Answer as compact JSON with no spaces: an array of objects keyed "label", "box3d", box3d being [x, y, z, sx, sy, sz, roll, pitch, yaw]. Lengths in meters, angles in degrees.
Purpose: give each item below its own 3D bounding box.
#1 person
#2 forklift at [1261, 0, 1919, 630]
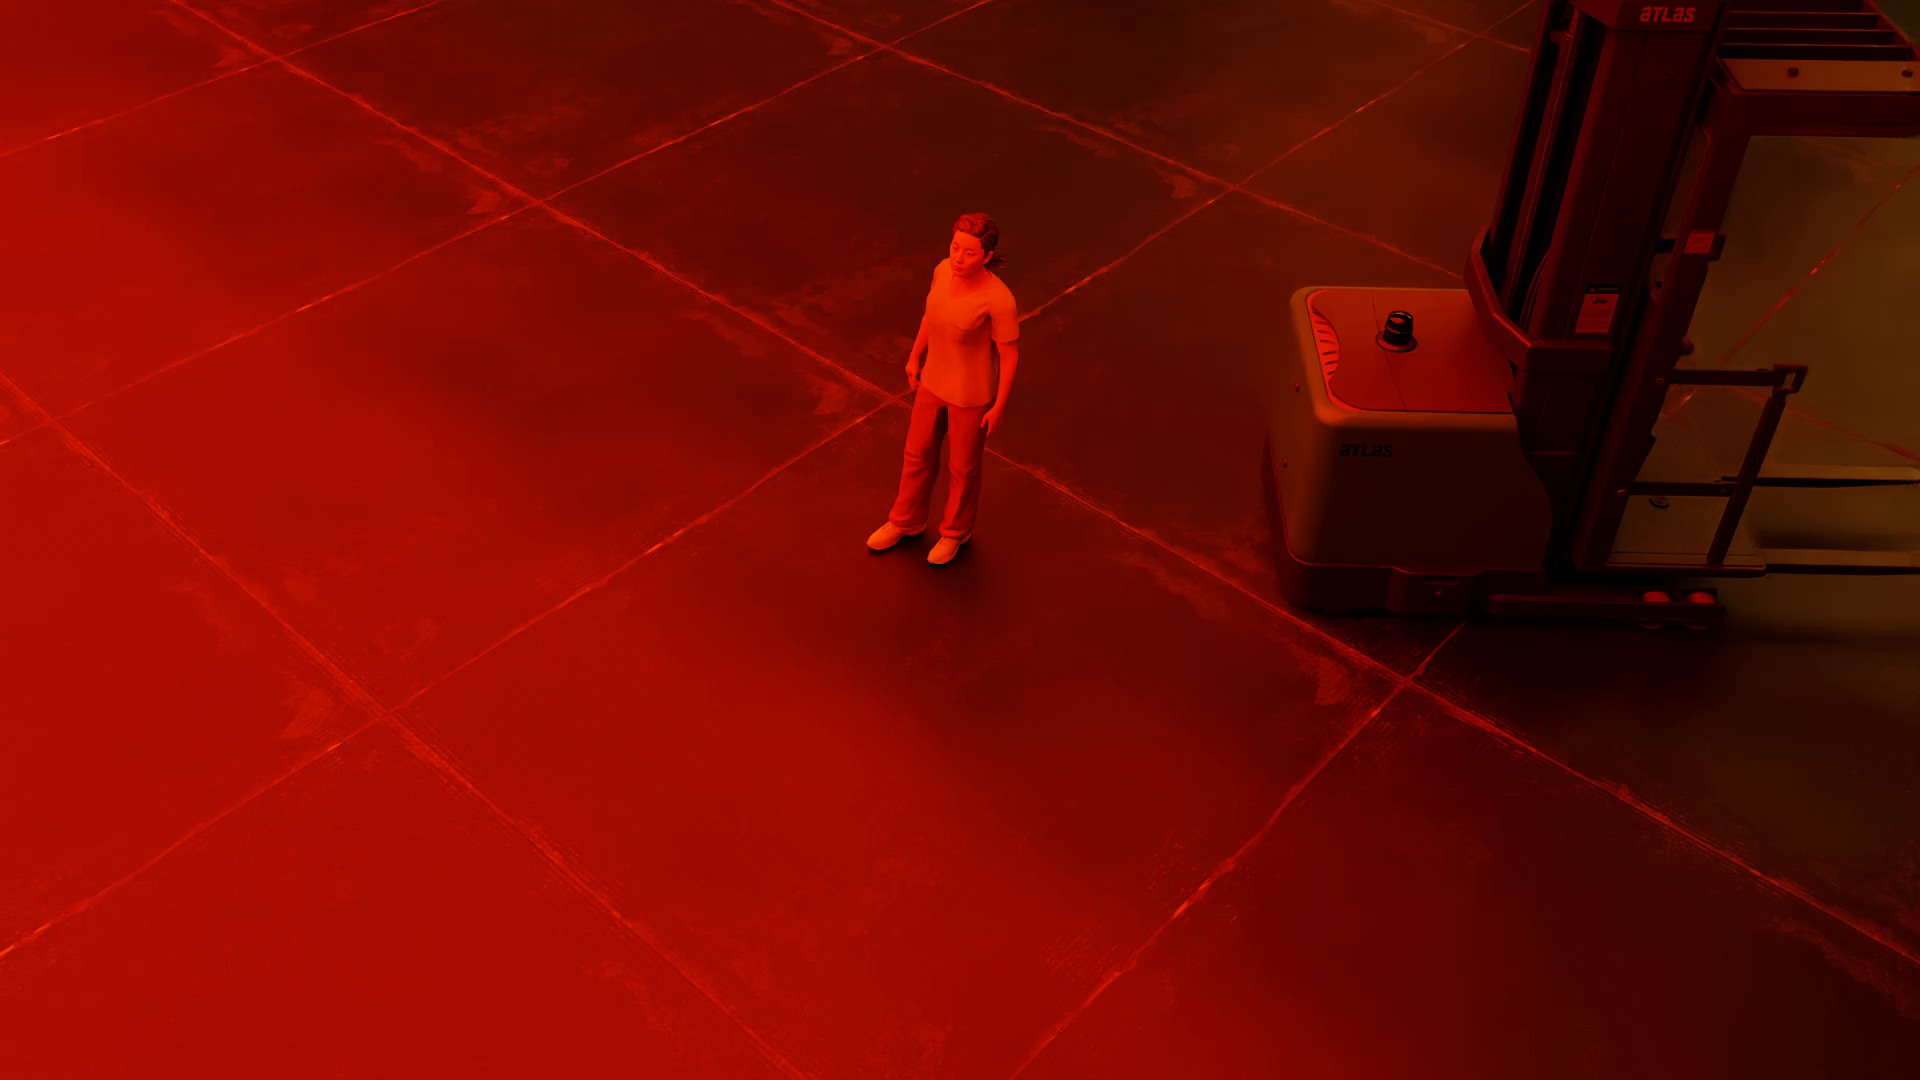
[{"label":"person","box3d":[-0.058,-0.611,7.094,0.554,1.676,0.549,31,49,31]},{"label":"forklift","box3d":[2.938,-1.078,6.684,3.031,2.935,1.130,1,41,2]}]
